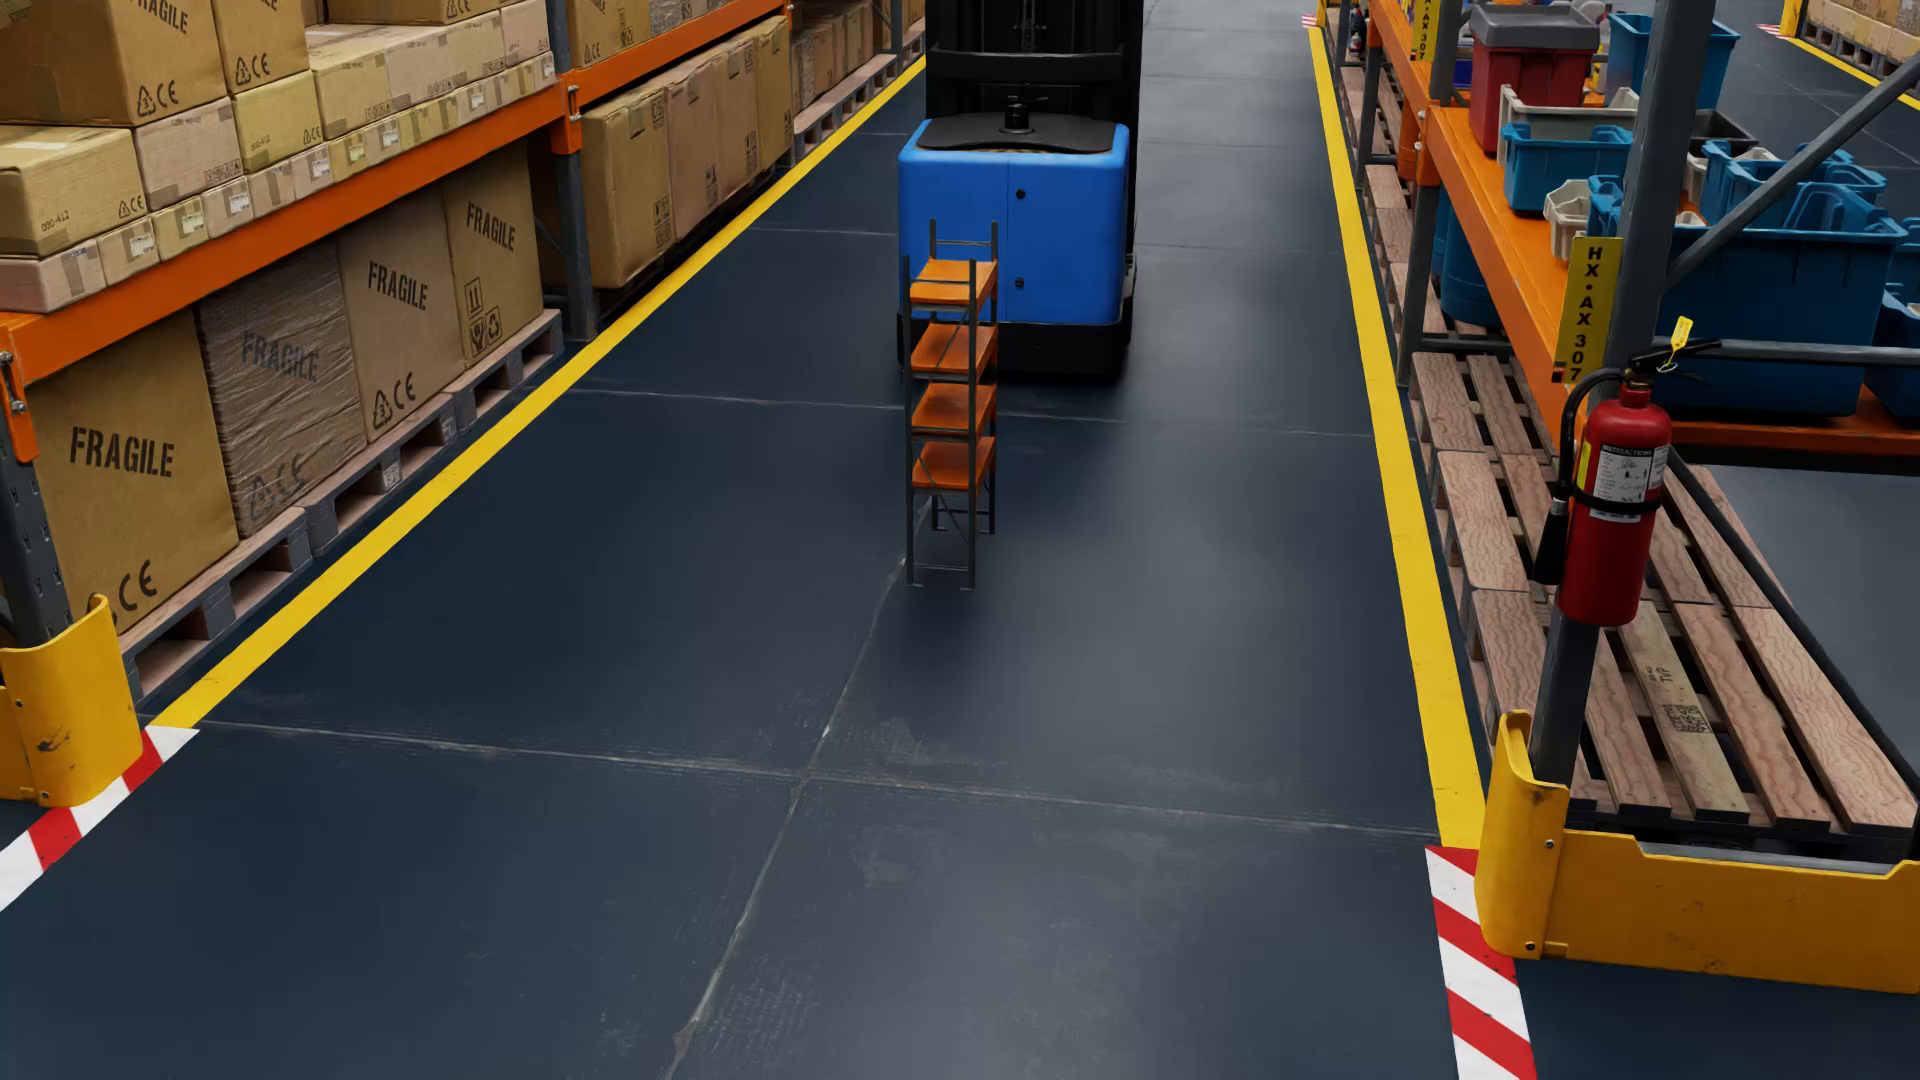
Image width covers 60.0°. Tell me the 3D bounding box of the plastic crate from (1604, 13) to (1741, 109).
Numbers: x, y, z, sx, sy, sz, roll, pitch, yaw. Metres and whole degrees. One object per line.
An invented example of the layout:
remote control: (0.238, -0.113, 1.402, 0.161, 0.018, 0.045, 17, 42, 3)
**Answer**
plastic crate: (2.801, -1.858, 6.628, 0.392, 0.384, 0.575, 4, 25, 9)

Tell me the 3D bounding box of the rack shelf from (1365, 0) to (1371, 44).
rack shelf: (3.522, -4.240, 12.619, 1.077, 0.370, 4.000, 4, 25, 9)

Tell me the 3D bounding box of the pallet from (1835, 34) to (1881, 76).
pallet: (9.103, -4.636, 15.906, 1.003, 0.211, 1.213, 4, 25, 9)

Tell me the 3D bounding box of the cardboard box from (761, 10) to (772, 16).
cardboard box: (-1.612, -3.762, 12.293, 0.500, 0.250, 0.500, 5, 26, 11)

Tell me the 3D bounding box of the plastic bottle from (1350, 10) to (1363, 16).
plastic bottle: (3.784, -4.940, 15.960, 0.152, 0.276, 0.135, 4, 25, 9)

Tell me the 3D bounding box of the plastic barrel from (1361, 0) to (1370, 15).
plastic barrel: (4.388, -5.649, 17.218, 0.421, 0.512, 0.421, 0, 25, 0)

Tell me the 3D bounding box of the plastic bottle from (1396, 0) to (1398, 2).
plastic bottle: (2.759, -3.466, 10.268, 0.097, 0.271, 0.097, 0, 25, 0)

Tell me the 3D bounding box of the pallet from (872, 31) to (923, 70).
pallet: (-0.963, -4.766, 16.183, 1.003, 0.211, 1.213, 4, 25, 9)

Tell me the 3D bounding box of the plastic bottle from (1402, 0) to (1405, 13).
plastic bottle: (2.663, -3.272, 9.839, 0.061, 0.283, 0.133, 4, 25, 9)

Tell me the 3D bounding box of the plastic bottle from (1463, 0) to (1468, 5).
plastic bottle: (2.615, -2.702, 8.635, 0.097, 0.271, 0.097, 0, 25, 0)

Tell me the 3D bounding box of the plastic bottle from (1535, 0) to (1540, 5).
plastic bottle: (3.190, -2.932, 9.114, 0.061, 0.283, 0.133, 4, 25, 9)

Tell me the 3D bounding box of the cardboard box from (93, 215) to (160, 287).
cardboard box: (-2.575, -0.846, 4.815, 0.380, 0.149, 0.250, 4, 25, 8)

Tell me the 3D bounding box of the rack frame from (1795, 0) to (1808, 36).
rack frame: (9.388, -6.731, 17.091, 1.000, 3.000, 0.127, 4, 25, 9)

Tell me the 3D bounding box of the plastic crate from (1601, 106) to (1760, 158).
plastic crate: (2.623, -1.472, 6.111, 0.437, 0.125, 0.590, 4, 25, 9)

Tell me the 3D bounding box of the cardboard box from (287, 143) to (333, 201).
cardboard box: (-2.408, -1.276, 5.735, 0.380, 0.149, 0.250, 4, 25, 8)

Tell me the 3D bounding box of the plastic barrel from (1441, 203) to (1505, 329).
plastic barrel: (2.647, -1.523, 7.945, 0.600, 0.901, 0.708, 4, 25, 9)

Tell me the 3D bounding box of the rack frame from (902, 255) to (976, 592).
rack frame: (-0.067, -0.372, 5.630, 0.240, 1.200, 0.015, 4, 25, 9)

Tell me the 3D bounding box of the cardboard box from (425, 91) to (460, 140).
cardboard box: (-2.240, -1.705, 6.651, 0.380, 0.149, 0.250, 4, 25, 10)

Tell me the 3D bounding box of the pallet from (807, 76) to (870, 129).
pallet: (-1.361, -3.645, 13.788, 1.003, 0.211, 1.213, 4, 25, 9)

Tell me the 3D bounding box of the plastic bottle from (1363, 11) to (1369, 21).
plastic bottle: (3.859, -4.880, 15.822, 0.061, 0.283, 0.133, 4, 25, 9)

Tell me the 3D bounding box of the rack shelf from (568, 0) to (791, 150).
rack shelf: (-2.018, -2.910, 9.778, 1.077, 0.370, 4.000, 4, 25, 9)

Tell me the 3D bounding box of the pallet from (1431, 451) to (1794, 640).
pallet: (2.262, 0.028, 5.940, 1.003, 0.211, 1.213, 4, 25, 9)

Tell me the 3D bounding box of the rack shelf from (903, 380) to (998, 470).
rack shelf: (-0.027, -0.413, 5.876, 0.258, 0.148, 0.480, 4, 25, 9)

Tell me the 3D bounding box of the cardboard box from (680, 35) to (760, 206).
cardboard box: (-1.978, -2.641, 10.365, 1.225, 0.875, 0.875, 4, 25, 9)

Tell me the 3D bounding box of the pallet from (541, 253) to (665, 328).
pallet: (-2.294, -1.465, 9.130, 1.003, 0.211, 1.213, 4, 25, 9)

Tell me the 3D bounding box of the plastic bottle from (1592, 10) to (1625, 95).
plastic bottle: (2.925, -2.176, 7.418, 0.144, 0.351, 0.185, 4, 25, 9)

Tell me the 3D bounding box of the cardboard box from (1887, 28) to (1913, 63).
cardboard box: (8.686, -4.420, 14.903, 0.500, 0.250, 0.500, 4, 25, 9)

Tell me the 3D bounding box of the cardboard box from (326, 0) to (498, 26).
cardboard box: (-2.243, -2.386, 6.751, 0.500, 0.500, 0.500, 4, 25, 9)

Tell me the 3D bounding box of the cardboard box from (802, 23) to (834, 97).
cardboard box: (-1.438, -3.892, 13.456, 0.700, 0.500, 0.500, 6, 26, 13)

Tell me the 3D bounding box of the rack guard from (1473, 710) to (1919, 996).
rack guard: (1.896, 0.760, 4.038, 1.175, 0.500, 0.348, 4, 25, 9)

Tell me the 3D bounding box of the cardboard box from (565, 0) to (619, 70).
cardboard box: (-2.023, -2.620, 8.191, 0.500, 0.500, 0.500, 4, 25, 9)

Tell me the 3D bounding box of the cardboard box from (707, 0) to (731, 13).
cardboard box: (-1.697, -3.469, 10.004, 0.500, 0.500, 0.500, 3, 25, 7)

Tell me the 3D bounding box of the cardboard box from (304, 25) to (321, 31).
cardboard box: (-2.846, -1.863, 6.519, 0.500, 0.250, 0.500, 5, 25, 10)

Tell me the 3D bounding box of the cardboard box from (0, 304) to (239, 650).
cardboard box: (-2.973, -0.228, 5.209, 0.875, 0.875, 0.875, 4, 25, 9)

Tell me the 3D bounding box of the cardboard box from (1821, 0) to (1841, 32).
cardboard box: (9.003, -5.257, 16.691, 0.500, 0.250, 0.500, 4, 25, 9)

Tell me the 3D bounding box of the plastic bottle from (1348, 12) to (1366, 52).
plastic bottle: (3.669, -4.691, 15.340, 0.144, 0.351, 0.185, 3, 25, 7)

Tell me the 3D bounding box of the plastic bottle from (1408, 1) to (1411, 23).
plastic bottle: (2.608, -3.079, 9.442, 0.097, 0.271, 0.097, 0, 25, 0)

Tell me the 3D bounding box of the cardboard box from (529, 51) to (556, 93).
cardboard box: (-2.072, -2.136, 7.571, 0.380, 0.149, 0.250, 4, 25, 9)

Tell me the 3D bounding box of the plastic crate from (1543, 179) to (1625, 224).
plastic crate: (1.955, -1.008, 5.106, 0.298, 0.136, 0.250, 4, 25, 9)

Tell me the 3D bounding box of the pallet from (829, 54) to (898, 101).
pallet: (-1.164, -4.157, 14.882, 1.003, 0.211, 1.213, 4, 25, 9)

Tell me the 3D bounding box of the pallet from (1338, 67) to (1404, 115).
pallet: (3.758, -3.808, 14.137, 1.003, 0.211, 1.213, 4, 25, 9)

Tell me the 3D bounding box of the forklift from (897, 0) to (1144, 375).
forklift: (0.400, -2.686, 8.532, 1.130, 2.935, 3.031, 3, 25, 6)

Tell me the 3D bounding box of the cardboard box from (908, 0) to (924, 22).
cardboard box: (-0.688, -5.704, 17.350, 0.500, 0.500, 0.500, 6, 26, 13)

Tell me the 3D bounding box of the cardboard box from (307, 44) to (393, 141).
cardboard box: (-2.410, -1.622, 6.003, 0.500, 0.250, 0.500, 4, 25, 7)

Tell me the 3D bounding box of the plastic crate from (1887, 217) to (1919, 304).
plastic crate: (2.360, -0.691, 4.314, 0.416, 0.233, 0.300, 4, 25, 9)

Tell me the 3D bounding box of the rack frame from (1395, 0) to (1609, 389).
rack frame: (2.541, -2.056, 7.105, 1.000, 3.000, 0.127, 4, 25, 9)

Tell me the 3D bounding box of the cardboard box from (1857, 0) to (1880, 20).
cardboard box: (8.833, -5.179, 15.640, 0.500, 0.500, 0.500, 4, 25, 9)

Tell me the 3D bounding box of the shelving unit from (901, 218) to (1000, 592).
shelving unit: (-0.027, -0.474, 5.848, 0.258, 1.200, 0.503, 4, 25, 9)

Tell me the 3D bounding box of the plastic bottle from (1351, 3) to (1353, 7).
plastic bottle: (3.898, -5.302, 16.739, 0.097, 0.271, 0.097, 0, 25, 0)
